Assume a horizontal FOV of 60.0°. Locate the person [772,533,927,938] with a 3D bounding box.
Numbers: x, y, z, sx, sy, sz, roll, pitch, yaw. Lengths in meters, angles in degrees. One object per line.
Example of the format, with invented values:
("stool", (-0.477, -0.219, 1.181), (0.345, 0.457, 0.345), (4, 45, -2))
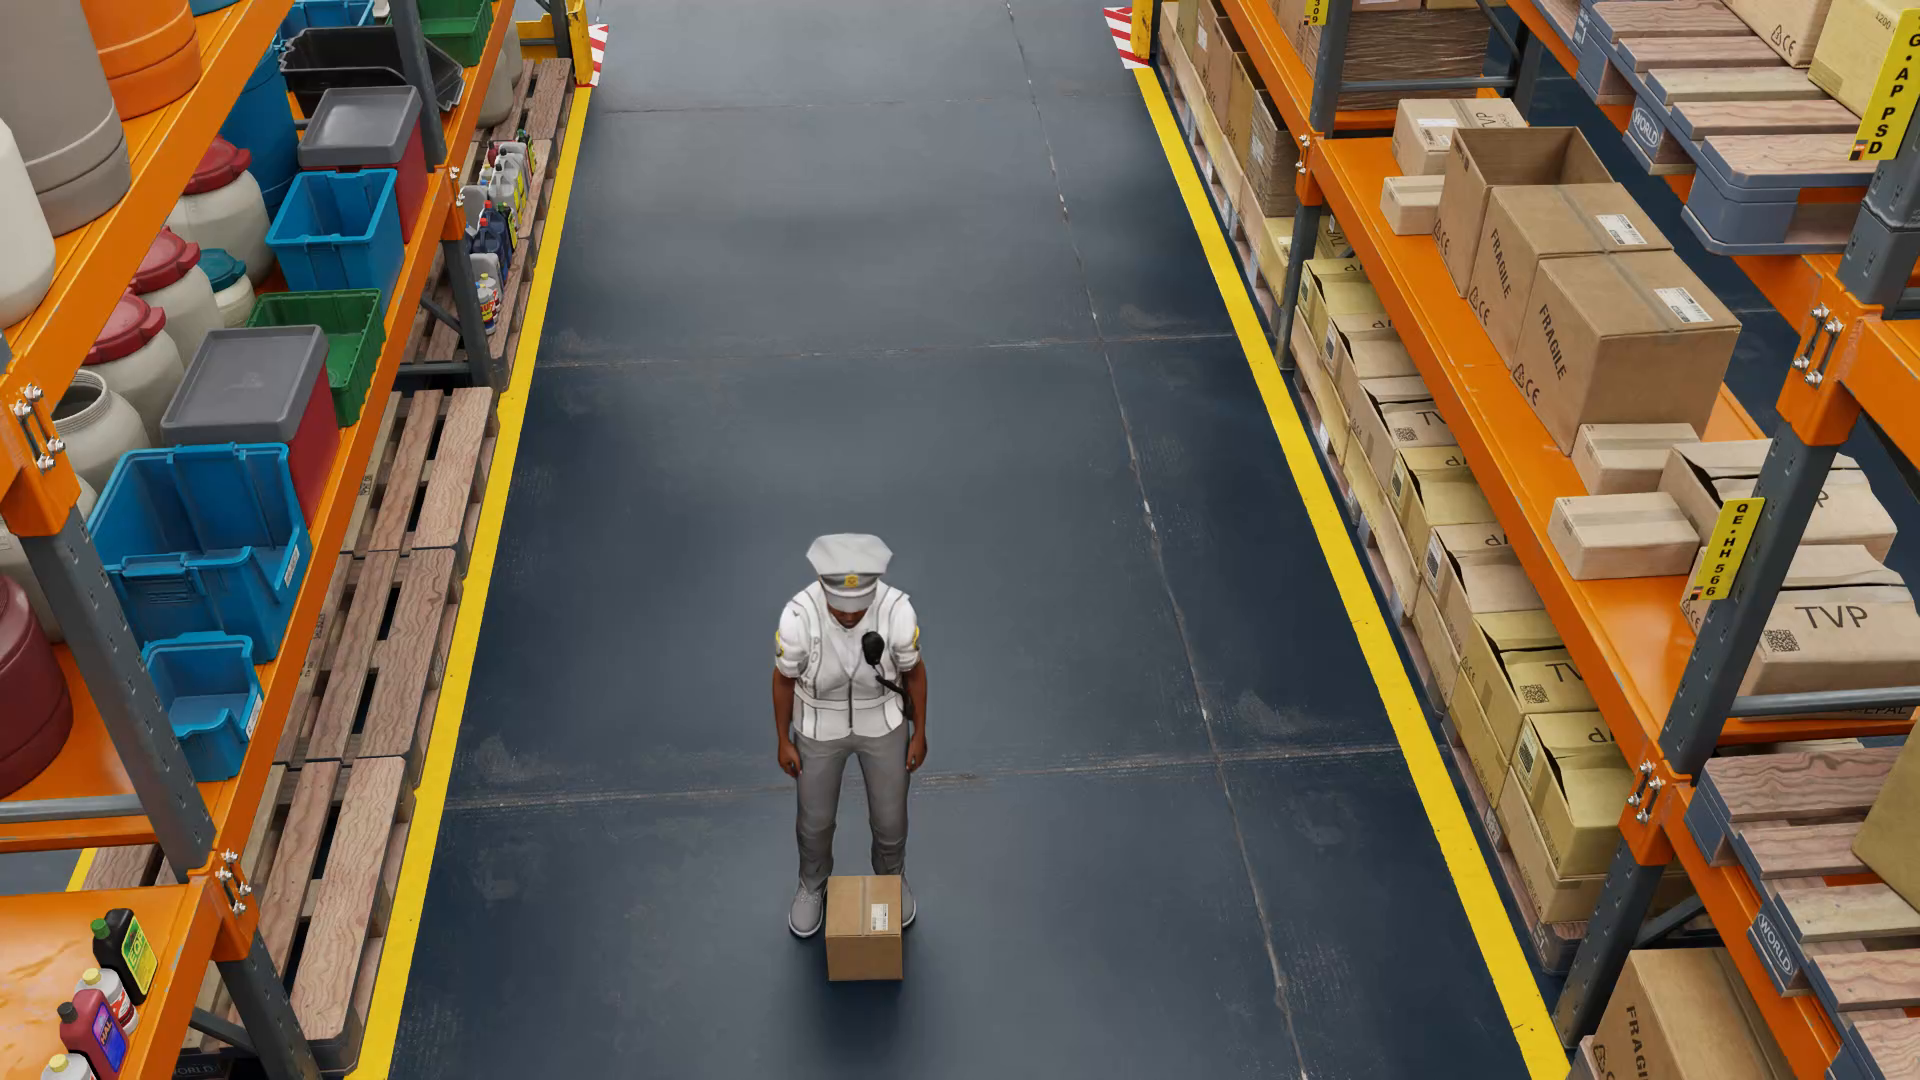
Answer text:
("person", (-0.355, 0.627, 5.392), (0.506, 1.658, 0.393), (-3, 39, -4))
